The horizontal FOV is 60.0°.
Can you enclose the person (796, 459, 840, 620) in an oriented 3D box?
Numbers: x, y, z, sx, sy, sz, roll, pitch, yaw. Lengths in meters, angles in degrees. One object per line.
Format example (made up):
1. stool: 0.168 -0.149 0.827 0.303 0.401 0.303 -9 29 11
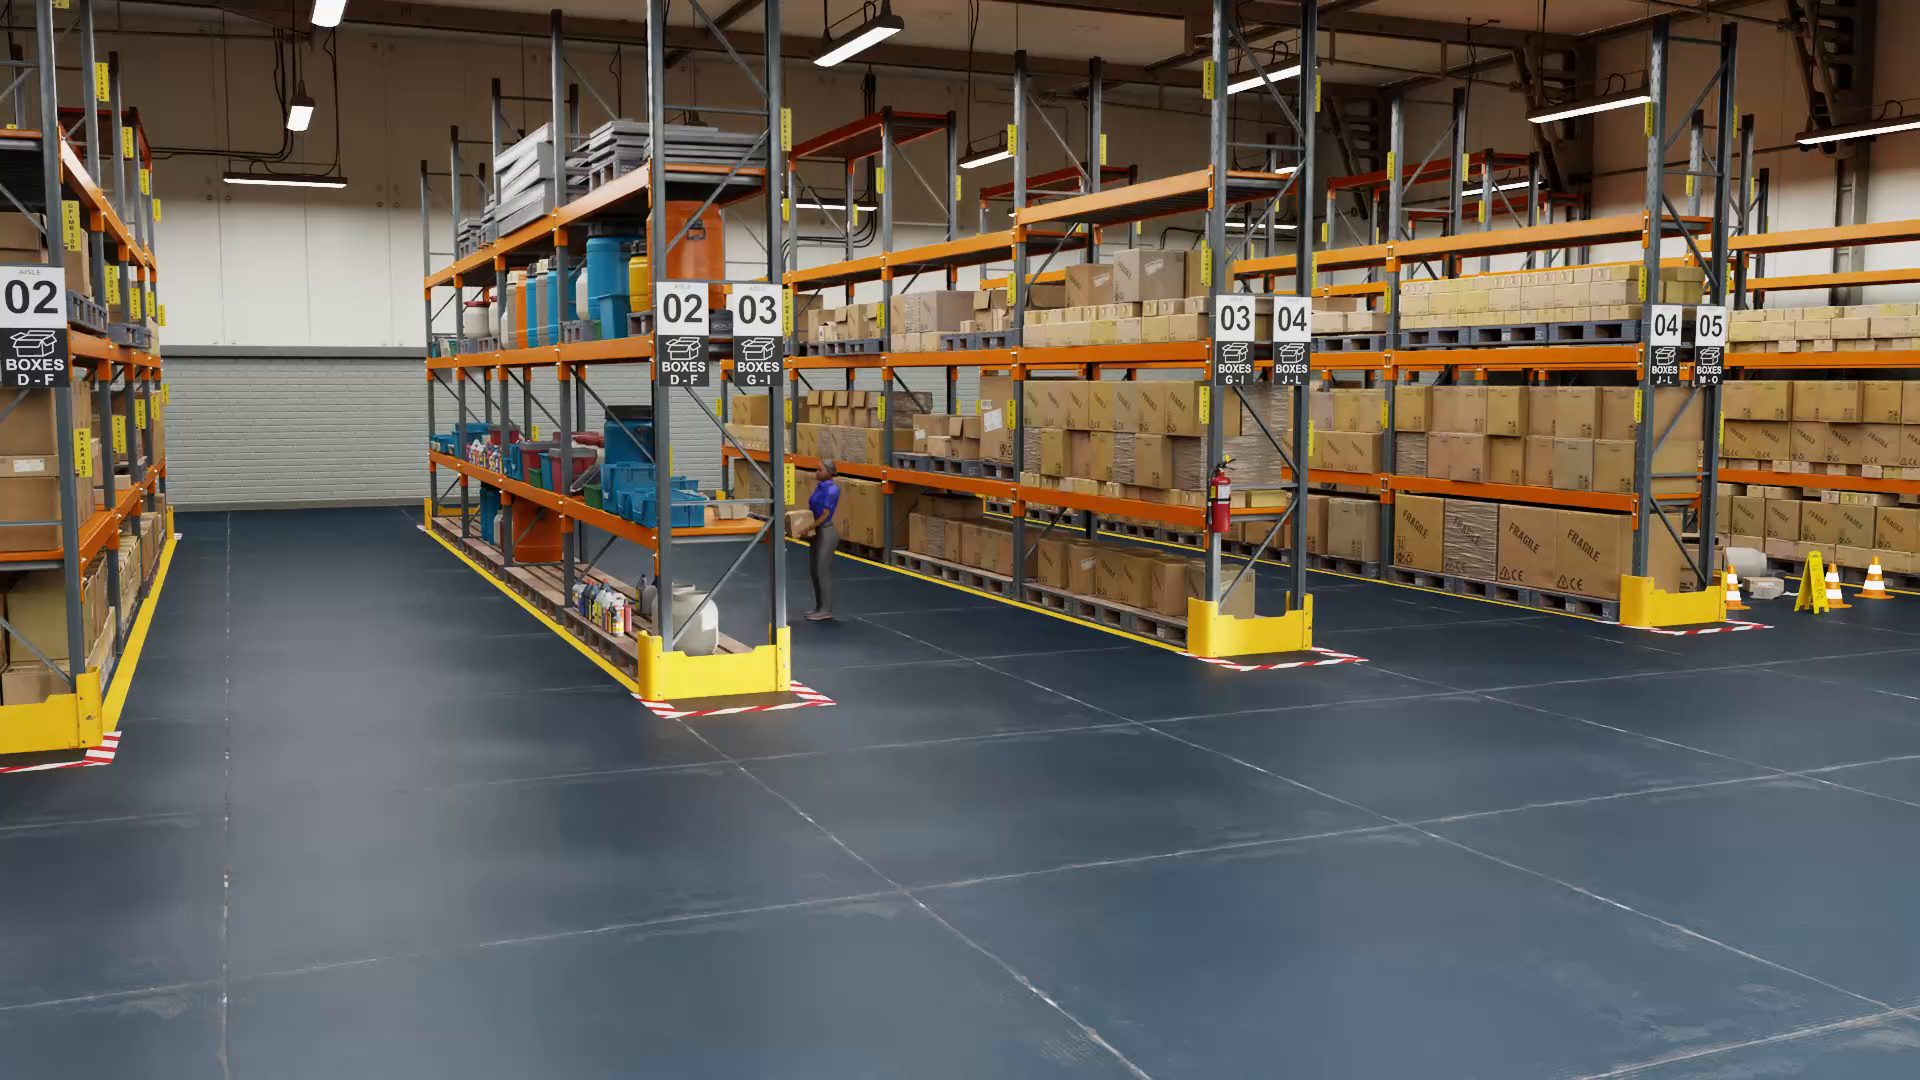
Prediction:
1. person: -1.494 -0.008 17.159 0.505 1.655 0.448 -2 6 -23
